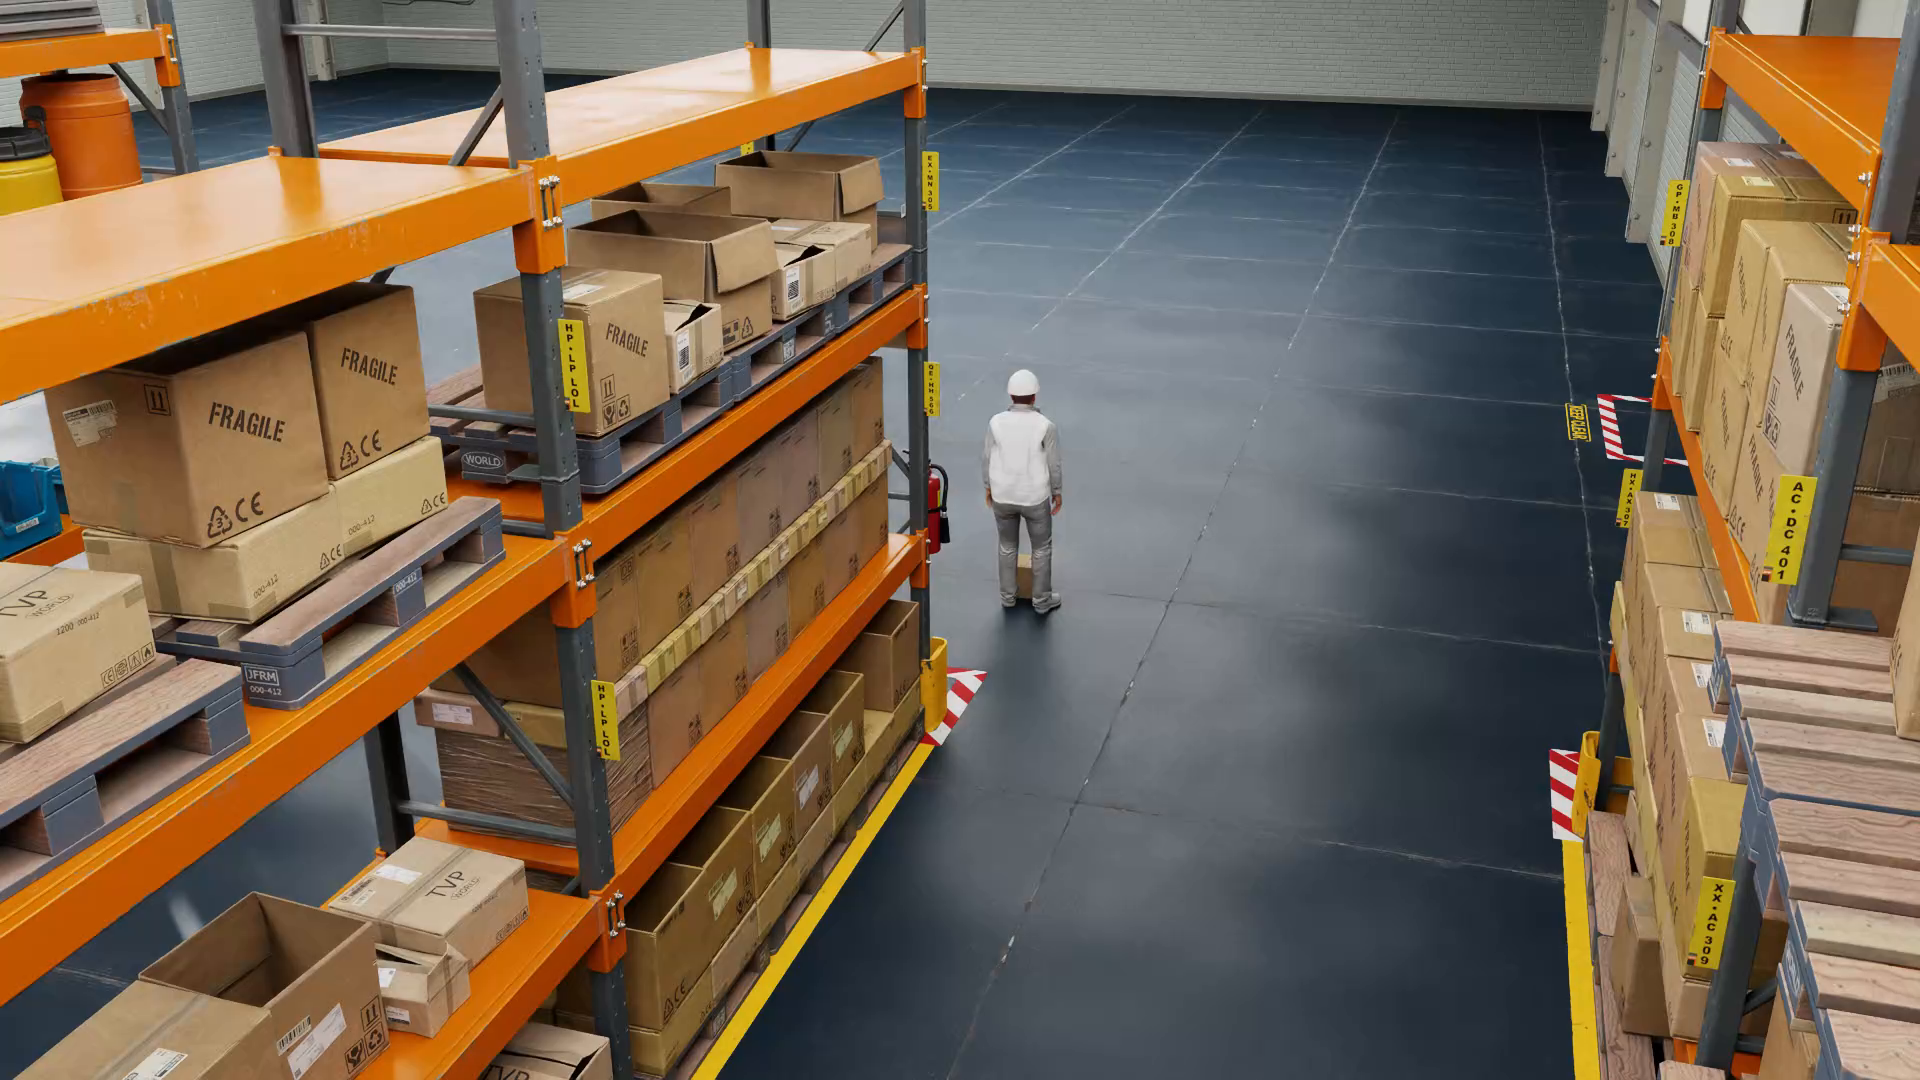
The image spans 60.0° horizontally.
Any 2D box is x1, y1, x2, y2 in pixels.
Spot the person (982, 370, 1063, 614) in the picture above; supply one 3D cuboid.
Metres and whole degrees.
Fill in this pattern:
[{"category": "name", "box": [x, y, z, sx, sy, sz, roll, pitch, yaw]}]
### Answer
[{"category": "person", "box": [0.448, -0.340, 11.902, 0.581, 1.771, 0.464, 6, 23, 15]}]
